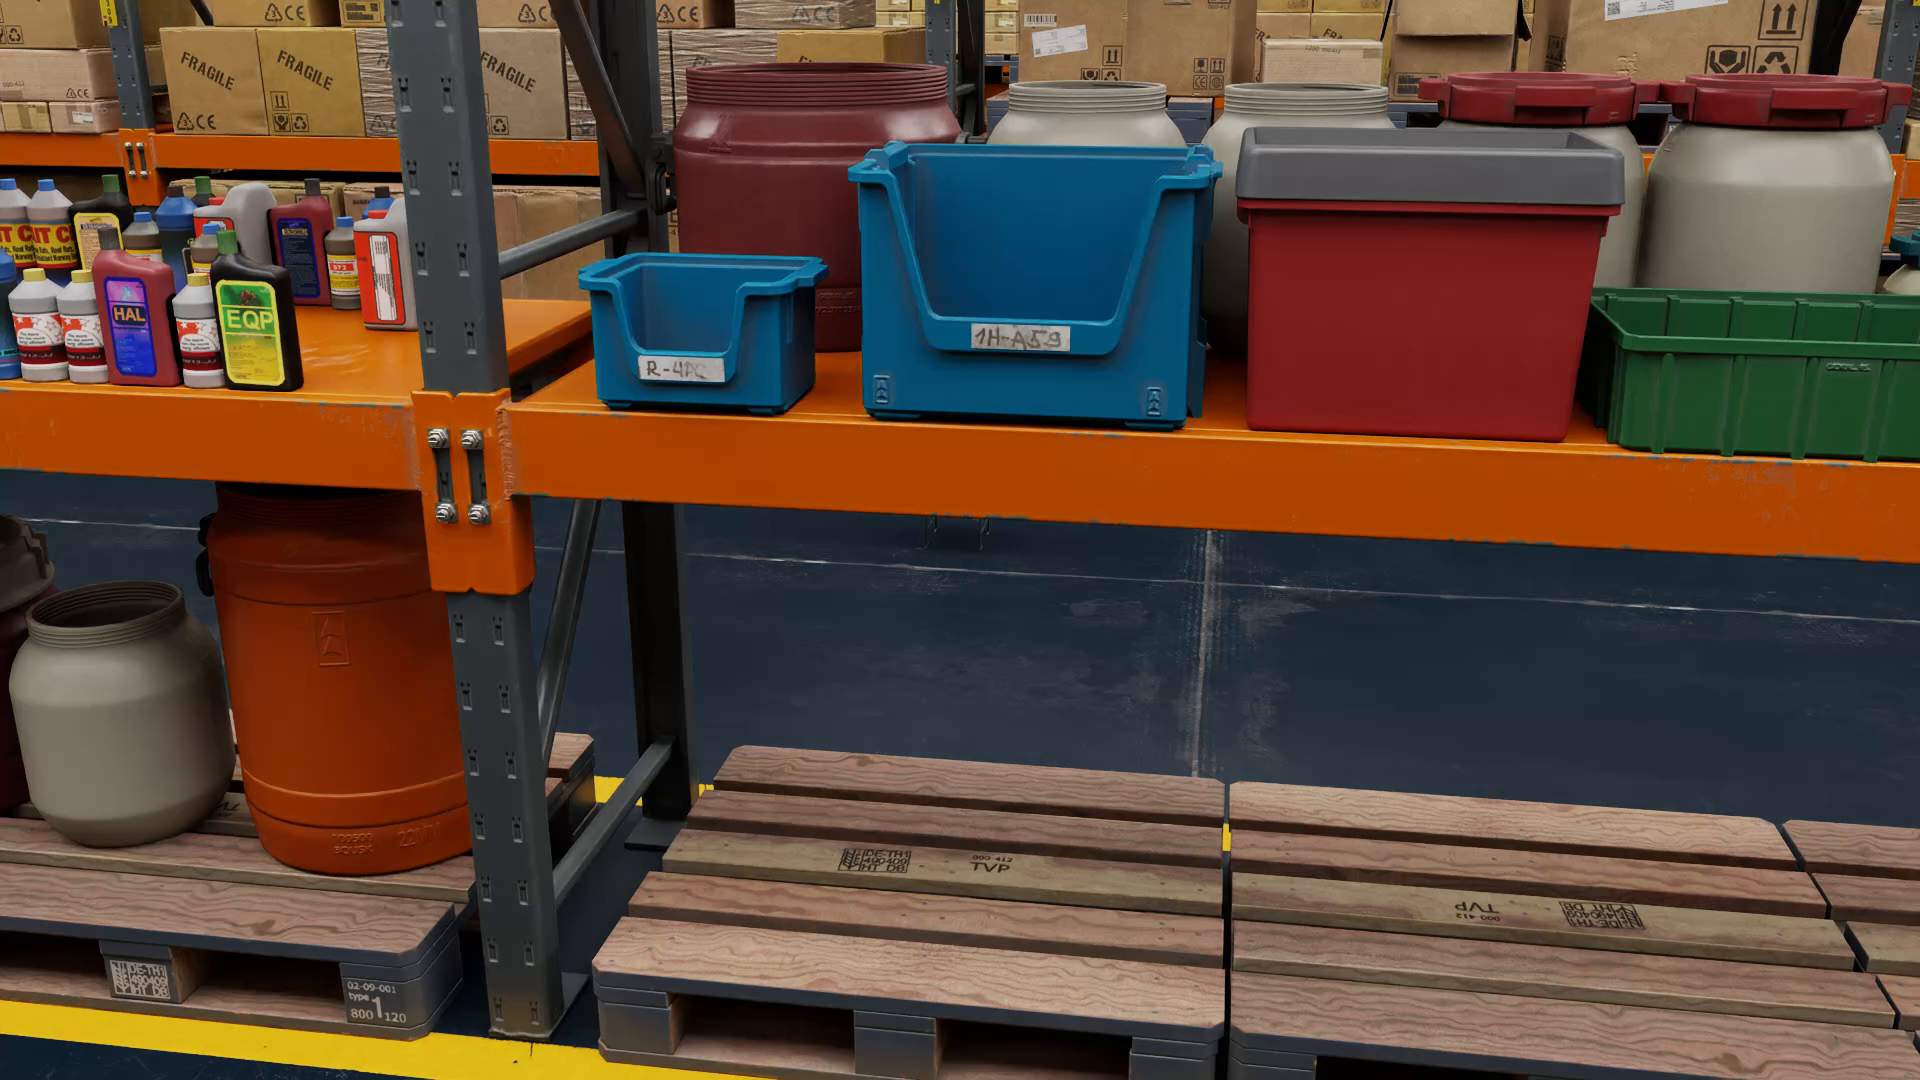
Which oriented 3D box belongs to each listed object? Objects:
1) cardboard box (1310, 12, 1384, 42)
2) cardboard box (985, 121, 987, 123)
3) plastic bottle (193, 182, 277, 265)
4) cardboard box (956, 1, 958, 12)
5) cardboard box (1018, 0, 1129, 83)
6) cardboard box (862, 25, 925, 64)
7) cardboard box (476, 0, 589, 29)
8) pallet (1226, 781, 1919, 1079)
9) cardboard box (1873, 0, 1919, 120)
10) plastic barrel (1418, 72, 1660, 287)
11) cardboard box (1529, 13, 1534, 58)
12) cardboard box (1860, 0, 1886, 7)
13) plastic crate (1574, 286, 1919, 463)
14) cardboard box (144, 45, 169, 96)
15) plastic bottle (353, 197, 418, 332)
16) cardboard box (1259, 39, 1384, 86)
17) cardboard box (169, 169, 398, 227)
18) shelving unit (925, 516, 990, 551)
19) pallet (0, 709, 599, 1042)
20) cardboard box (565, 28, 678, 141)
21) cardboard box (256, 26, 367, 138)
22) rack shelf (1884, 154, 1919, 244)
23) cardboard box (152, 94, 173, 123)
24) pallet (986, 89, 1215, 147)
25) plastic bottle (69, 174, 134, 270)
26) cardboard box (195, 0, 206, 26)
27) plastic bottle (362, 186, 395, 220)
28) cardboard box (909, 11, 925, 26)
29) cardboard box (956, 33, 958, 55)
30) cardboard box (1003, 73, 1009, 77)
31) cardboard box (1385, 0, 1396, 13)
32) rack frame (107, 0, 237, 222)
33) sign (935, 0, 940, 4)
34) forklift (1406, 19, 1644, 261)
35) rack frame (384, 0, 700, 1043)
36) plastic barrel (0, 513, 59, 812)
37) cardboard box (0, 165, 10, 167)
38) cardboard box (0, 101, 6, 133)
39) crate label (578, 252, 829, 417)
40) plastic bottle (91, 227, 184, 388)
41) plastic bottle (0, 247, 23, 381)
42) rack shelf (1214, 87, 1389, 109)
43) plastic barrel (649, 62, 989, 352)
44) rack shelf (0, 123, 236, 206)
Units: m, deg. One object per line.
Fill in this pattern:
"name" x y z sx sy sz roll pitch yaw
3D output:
"cardboard box" 2.764 -3.545 12.014 0.500 0.500 0.500 3 19 8
"cardboard box" 0.229 -3.161 13.119 0.500 0.250 0.500 2 19 6
"plastic bottle" -1.633 -0.668 3.768 0.135 0.276 0.152 3 19 9
"cardboard box" 0.067 -3.938 12.140 0.250 0.149 0.380 3 19 8
"cardboard box" 0.525 -2.364 7.822 0.500 0.500 0.500 1 19 2
"cardboard box" -0.452 -2.289 8.260 0.500 0.500 0.500 3 19 10
"cardboard box" -2.040 -2.763 8.094 0.637 0.503 0.797 4 19 10
"pallet" 1.159 0.855 3.415 1.213 0.211 1.003 3 19 9
"cardboard box" 4.369 -2.077 7.158 0.500 0.500 0.875 3 19 9
"plastic barrel" 1.087 -0.619 3.212 0.433 0.535 0.433 0 18 0
"cardboard box" 4.263 -3.470 11.788 0.500 0.500 0.500 3 19 8
"cardboard box" 6.253 -3.972 11.509 0.550 0.550 0.875 3 19 9
"plastic crate" 1.385 -0.278 2.740 0.662 0.188 0.450 3 19 9
"cardboard box" -4.387 -2.509 8.842 0.500 0.250 0.500 3 19 8
"plastic bottle" -1.201 -0.597 3.556 0.135 0.276 0.152 3 19 9
"cardboard box" 1.603 -2.104 7.438 0.500 0.250 0.500 2 19 7
"cardboard box" -3.329 -1.499 8.743 0.875 0.875 1.225 3 19 9
"shelving unit" -0.008 -0.427 6.162 0.210 0.900 0.258 3 19 9
"pallet" -1.586 0.715 3.833 1.213 0.211 1.003 3 19 9
"cardboard box" -1.546 -2.179 7.930 0.500 0.500 0.500 2 19 7
"cardboard box" -3.053 -2.254 8.156 0.500 0.500 0.500 3 19 9
"rack shelf" 5.909 -1.489 7.160 4.000 0.370 1.077 3 19 9
"cardboard box" -4.204 -2.333 8.946 0.250 0.149 0.380 3 19 9
"pallet" 0.706 -2.039 7.971 1.003 0.211 1.213 3 19 9
"plastic bottle" -1.986 -0.704 3.864 0.133 0.283 0.061 3 19 9
"cardboard box" -6.095 -4.144 13.335 0.500 0.500 0.500 3 19 9
"plastic bottle" -1.287 -0.657 3.742 0.097 0.271 0.097 0 18 0
"cardboard box" -0.212 -3.810 12.227 0.250 0.149 0.380 3 19 10
"cardboard box" 0.067 -3.655 12.233 0.250 0.149 0.380 3 19 9
"cardboard box" 0.888 -4.489 17.679 0.875 0.875 0.875 3 19 8
"cardboard box" 3.323 -4.075 12.022 0.500 0.500 0.700 3 19 9
"rack frame" -3.964 -2.334 8.550 0.127 3.000 1.000 3 19 9
"sign" -0.100 -2.507 7.244 0.005 0.325 0.100 3 19 9
"forklift" 2.496 -2.736 9.862 3.031 2.935 1.130 3 19 9
"rack frame" -0.801 -0.580 3.311 0.127 3.000 1.000 3 19 9
"plastic barrel" -2.401 0.288 3.854 0.708 0.588 0.600 3 19 9
"cardboard box" -5.492 -1.629 9.130 0.875 0.875 0.875 3 19 9
"cardboard box" -4.825 -2.153 8.406 0.250 0.149 0.380 3 19 8
"crate label" -0.444 -0.362 2.923 0.416 0.233 0.303 3 19 9
"plastic bottle" -1.495 -0.423 3.025 0.133 0.283 0.061 3 19 9
"plastic bottle" -1.799 -0.439 3.091 0.097 0.271 0.097 0 18 0
"rack shelf" 2.846 -3.239 12.390 4.000 0.370 1.077 3 19 9
"plastic barrel" -0.294 -0.717 3.503 0.708 0.536 0.600 3 19 9
"rack shelf" -5.939 -2.093 8.965 4.000 0.370 1.077 3 19 9
